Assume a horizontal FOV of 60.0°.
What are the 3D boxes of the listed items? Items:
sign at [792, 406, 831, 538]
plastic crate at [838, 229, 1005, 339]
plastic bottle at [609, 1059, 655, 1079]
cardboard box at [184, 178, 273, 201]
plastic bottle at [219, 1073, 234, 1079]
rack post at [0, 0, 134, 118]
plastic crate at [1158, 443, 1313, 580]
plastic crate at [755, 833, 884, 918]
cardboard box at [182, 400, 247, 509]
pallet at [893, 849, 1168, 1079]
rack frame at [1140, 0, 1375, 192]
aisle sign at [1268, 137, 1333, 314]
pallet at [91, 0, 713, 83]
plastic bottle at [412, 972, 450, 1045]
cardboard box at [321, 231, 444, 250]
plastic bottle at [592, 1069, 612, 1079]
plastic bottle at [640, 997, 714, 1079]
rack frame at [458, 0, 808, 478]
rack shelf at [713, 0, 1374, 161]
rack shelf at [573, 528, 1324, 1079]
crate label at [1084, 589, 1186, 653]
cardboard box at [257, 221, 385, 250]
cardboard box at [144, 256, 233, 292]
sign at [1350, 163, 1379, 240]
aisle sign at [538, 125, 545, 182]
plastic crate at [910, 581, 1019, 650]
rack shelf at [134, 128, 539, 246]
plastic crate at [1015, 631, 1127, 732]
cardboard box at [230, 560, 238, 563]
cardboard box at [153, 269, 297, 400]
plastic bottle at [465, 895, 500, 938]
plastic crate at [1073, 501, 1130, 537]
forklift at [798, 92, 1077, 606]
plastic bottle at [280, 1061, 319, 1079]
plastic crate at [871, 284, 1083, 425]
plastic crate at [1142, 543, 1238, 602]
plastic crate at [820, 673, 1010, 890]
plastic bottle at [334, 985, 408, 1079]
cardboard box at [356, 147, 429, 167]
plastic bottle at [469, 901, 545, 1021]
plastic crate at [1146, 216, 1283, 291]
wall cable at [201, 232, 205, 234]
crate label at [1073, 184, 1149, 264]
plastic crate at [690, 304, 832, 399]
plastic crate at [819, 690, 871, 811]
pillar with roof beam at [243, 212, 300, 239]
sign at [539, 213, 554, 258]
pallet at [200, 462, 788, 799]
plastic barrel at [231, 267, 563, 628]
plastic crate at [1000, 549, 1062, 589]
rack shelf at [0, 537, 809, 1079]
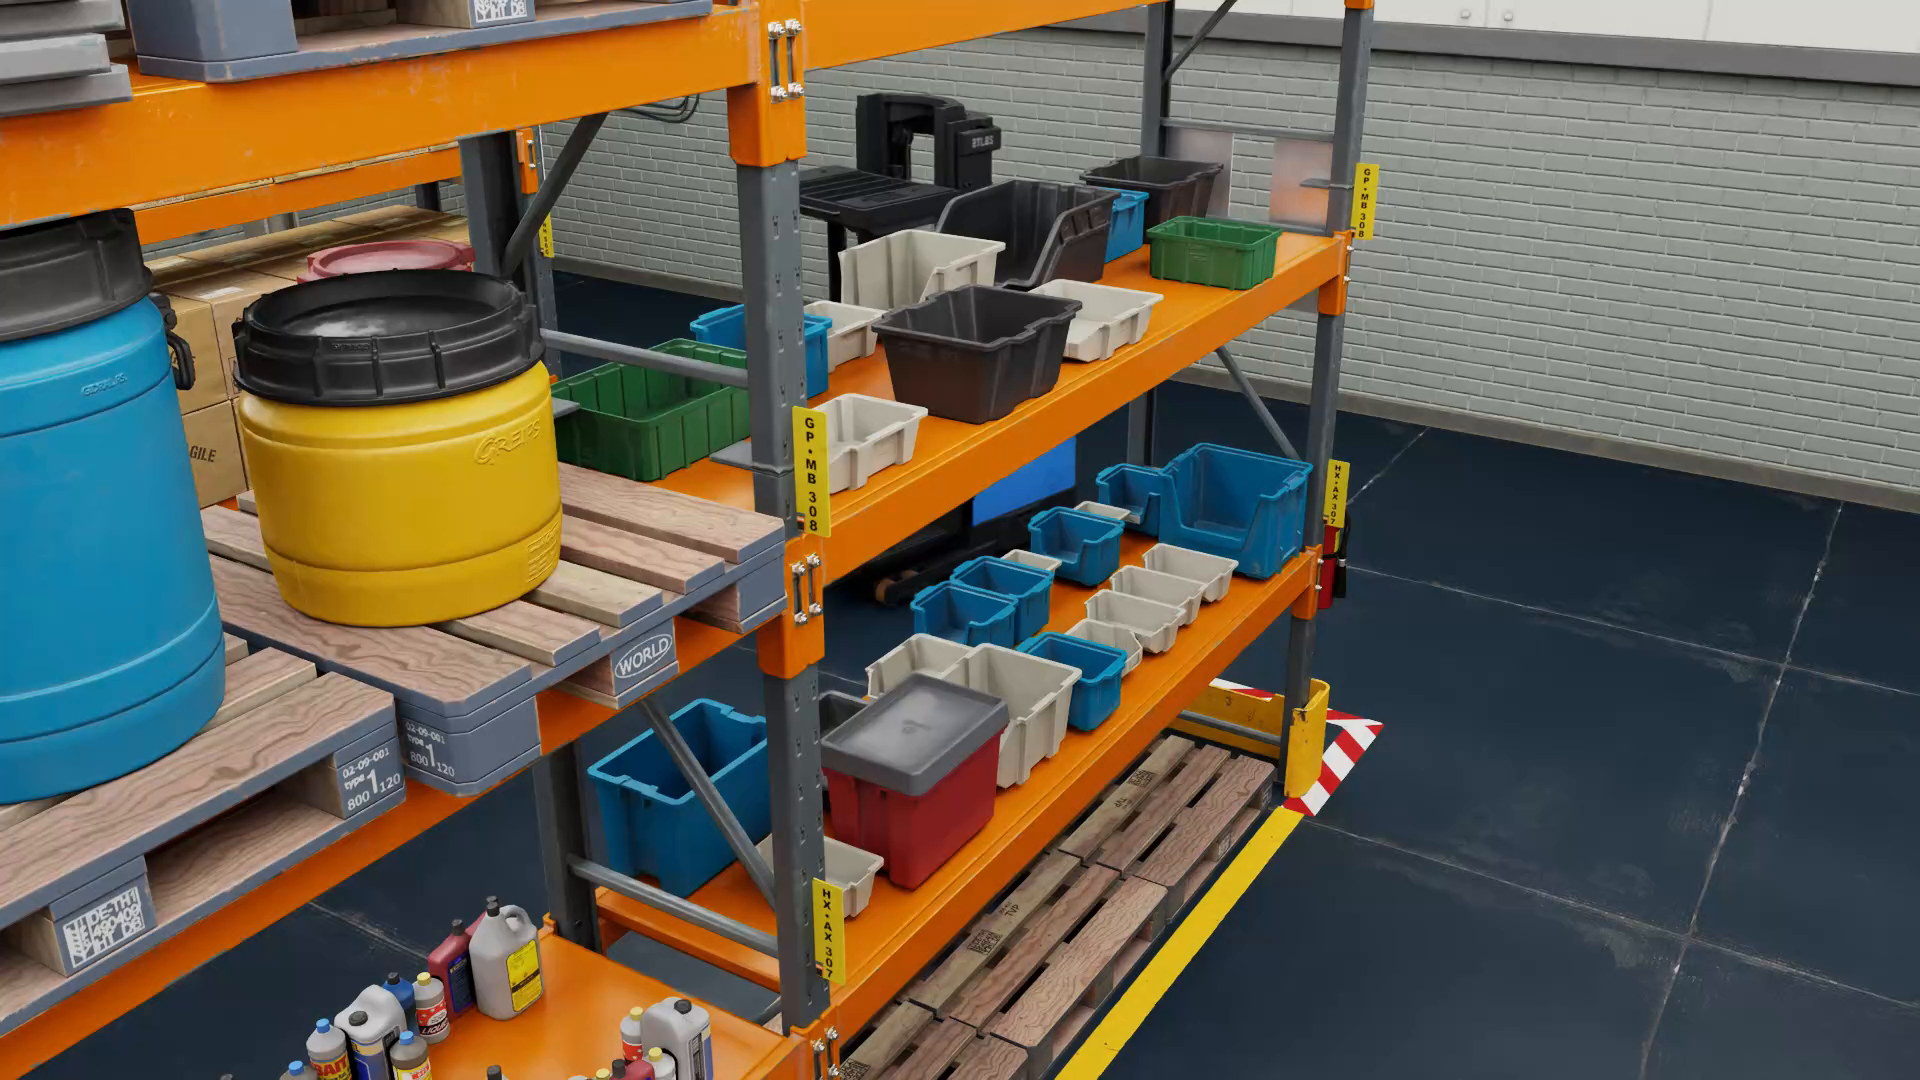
[{"bbox_3d":[-0.363,-0.165,4.069,0.100,0.325,0.005,14,27,29],"label":"sign"},{"bbox_3d":[-0.151,-0.889,5.902,0.437,0.282,0.530,14,27,29],"label":"plastic crate"},{"bbox_3d":[-0.846,1.441,4.292,0.061,0.283,0.133,14,27,29],"label":"plastic bottle"},{"bbox_3d":[-3.776,-1.866,8.197,0.500,0.250,0.500,14,27,29],"label":"cardboard box"},{"bbox_3d":[-1.854,1.487,4.186,0.061,0.283,0.133,14,27,29],"label":"plastic bottle"},{"bbox_3d":[-1.789,-0.714,2.202,0.937,0.300,0.954,17,29,34],"label":"rack post"},{"bbox_3d":[1.263,-0.142,7.683,0.616,0.435,0.499,14,27,29],"label":"plastic crate"},{"bbox_3d":[-0.462,1.066,5.269,0.396,0.136,0.243,14,27,29],"label":"plastic crate"},{"bbox_3d":[-4.002,-0.443,8.371,0.500,0.500,0.500,14,27,29],"label":"cardboard box"},{"bbox_3d":[0.168,1.709,7.036,1.003,0.211,1.213,14,27,29],"label":"pallet"},{"bbox_3d":[1.281,-3.004,6.861,1.000,3.000,0.127,14,27,29],"label":"rack frame"},{"bbox_3d":[1.568,-1.407,7.451,0.394,0.787,0.004,14,27,29],"label":"aisle sign"},{"bbox_3d":[-1.240,-1.098,3.200,1.003,0.211,1.213,14,27,29],"label":"pallet"},{"bbox_3d":[-1.501,1.313,4.692,0.097,0.201,0.097,0,23,0],"label":"plastic bottle"},{"bbox_3d":[-3.192,-1.416,9.361,0.500,0.500,0.500,15,27,30],"label":"cardboard box"},{"bbox_3d":[-0.922,1.469,4.332,0.097,0.201,0.097,0,23,0],"label":"plastic bottle"},{"bbox_3d":[-0.762,1.357,4.496,0.152,0.276,0.135,14,27,29],"label":"plastic bottle"},{"bbox_3d":[-0.829,-1.654,3.743,1.000,3.000,0.127,14,27,29],"label":"rack frame"},{"bbox_3d":[0.226,-1.815,5.524,1.077,0.370,4.000,14,27,29],"label":"rack shelf"},{"bbox_3d":[0.226,0.755,6.637,1.077,0.370,4.000,14,27,29],"label":"rack shelf"},{"bbox_3d":[0.713,0.350,6.922,0.396,0.136,0.243,14,27,29],"label":"crate label"},{"bbox_3d":[-3.653,-1.522,9.606,0.500,0.500,0.500,14,27,29],"label":"cardboard box"},{"bbox_3d":[-4.188,-1.183,8.822,0.500,0.500,0.500,14,27,28],"label":"cardboard box"},{"bbox_3d":[1.757,-1.469,7.224,0.100,0.325,0.005,14,27,29],"label":"sign"},{"bbox_3d":[-2.629,-2.442,9.842,0.394,0.787,0.004,14,27,29],"label":"aisle sign"},{"bbox_3d":[0.018,0.359,6.781,0.416,0.233,0.300,14,27,29],"label":"plastic crate"},{"bbox_3d":[-3.980,-1.661,8.442,1.077,0.370,4.000,14,27,29],"label":"rack shelf"},{"bbox_3d":[0.415,0.546,6.349,0.416,0.233,0.300,14,27,29],"label":"plastic crate"},{"bbox_3d":[-4.049,0.369,9.211,0.797,0.503,0.637,14,27,29],"label":"cardboard box"},{"bbox_3d":[-3.733,-1.067,8.554,0.500,0.500,0.500,15,27,31],"label":"cardboard box"},{"bbox_3d":[-1.385,1.187,4.878,0.061,0.283,0.133,14,27,29],"label":"plastic bottle"},{"bbox_3d":[0.631,-0.052,7.851,0.250,0.136,0.298,14,27,29],"label":"plastic crate"},{"bbox_3d":[-0.595,-1.165,10.252,1.130,2.935,3.031,22,31,40],"label":"forklift"},{"bbox_3d":[-1.726,1.457,4.359,0.097,0.201,0.097,0,23,0],"label":"plastic bottle"},{"bbox_3d":[0.059,-0.579,5.200,0.497,0.269,0.590,14,27,29],"label":"plastic crate"},{"bbox_3d":[1.004,0.156,7.370,0.396,0.136,0.243,14,27,29],"label":"plastic crate"},{"bbox_3d":[-0.145,0.794,5.485,0.402,0.464,0.583,14,27,29],"label":"plastic crate"},{"bbox_3d":[-1.590,1.356,4.498,0.152,0.276,0.135,14,27,29],"label":"plastic bottle"},{"bbox_3d":[-3.245,-2.203,8.975,0.500,0.250,0.500,14,27,29],"label":"cardboard box"},{"bbox_3d":[-1.312,1.187,4.795,0.144,0.351,0.185,14,27,29],"label":"plastic bottle"},{"bbox_3d":[1.003,-1.137,6.592,0.450,0.188,0.336,14,27,29],"label":"plastic crate"},{"bbox_3d":[-7.264,-3.423,14.103,0.084,1.984,1.851,14,27,29],"label":"wall cable"},{"bbox_3d":[0.520,-1.315,6.924,0.408,0.251,0.502,14,27,29],"label":"crate label"},{"bbox_3d":[-0.620,-0.574,5.236,0.416,0.233,0.300,14,27,29],"label":"plastic crate"},{"bbox_3d":[-0.467,0.764,5.980,0.437,0.125,0.590,14,27,29],"label":"plastic crate"},{"bbox_3d":[-2.789,-5.270,12.097,9.100,9.000,0.400,14,27,29],"label":"pillar with roof beam"},{"bbox_3d":[-2.464,-1.843,9.877,0.100,0.325,0.005,14,27,29],"label":"sign"},{"bbox_3d":[-1.160,0.095,3.718,1.213,0.211,1.003,14,27,29],"label":"pallet"},{"bbox_3d":[-1.138,-0.206,3.408,0.600,0.588,0.600,0,23,0],"label":"plastic barrel"},{"bbox_3d":[0.274,0.177,7.322,0.250,0.136,0.298,14,27,29],"label":"plastic crate"},{"bbox_3d":[-1.884,0.728,2.922,1.077,0.370,4.000,14,27,29],"label":"rack shelf"}]
